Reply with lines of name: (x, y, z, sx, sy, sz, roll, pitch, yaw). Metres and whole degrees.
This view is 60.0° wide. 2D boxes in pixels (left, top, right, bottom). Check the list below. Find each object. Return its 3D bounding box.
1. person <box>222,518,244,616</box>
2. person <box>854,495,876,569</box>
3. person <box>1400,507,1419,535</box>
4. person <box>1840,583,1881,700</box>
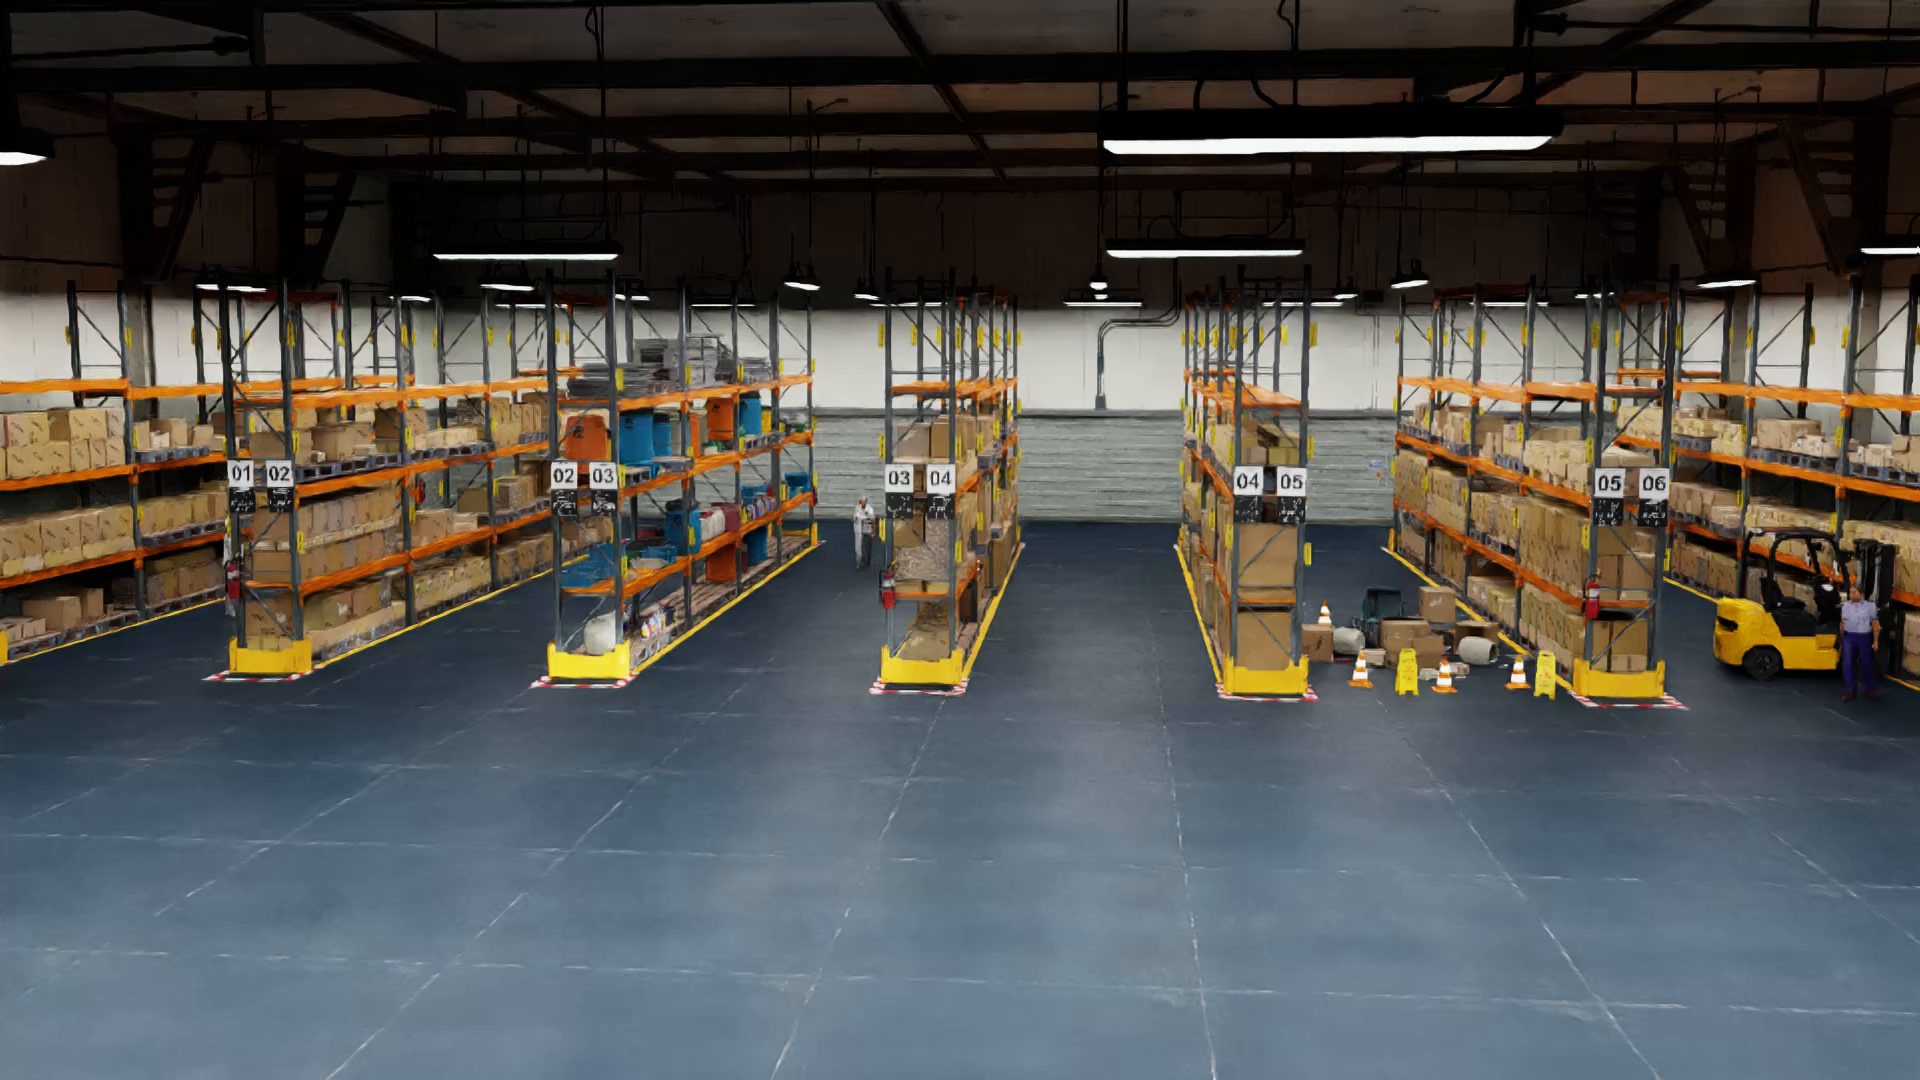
person: (-13.100, 0.458, 30.098, 0.463, 1.774, 0.598, -3, 7, -21)
person: (-2.067, -0.191, 36.192, 0.493, 1.605, 1.000, 1, 7, 4)
person: (10.979, -0.810, 40.674, 0.714, 1.783, 0.567, -3, 8, -24)
person: (12.537, 1.398, 23.134, 0.541, 1.636, 0.555, 6, 9, 43)
